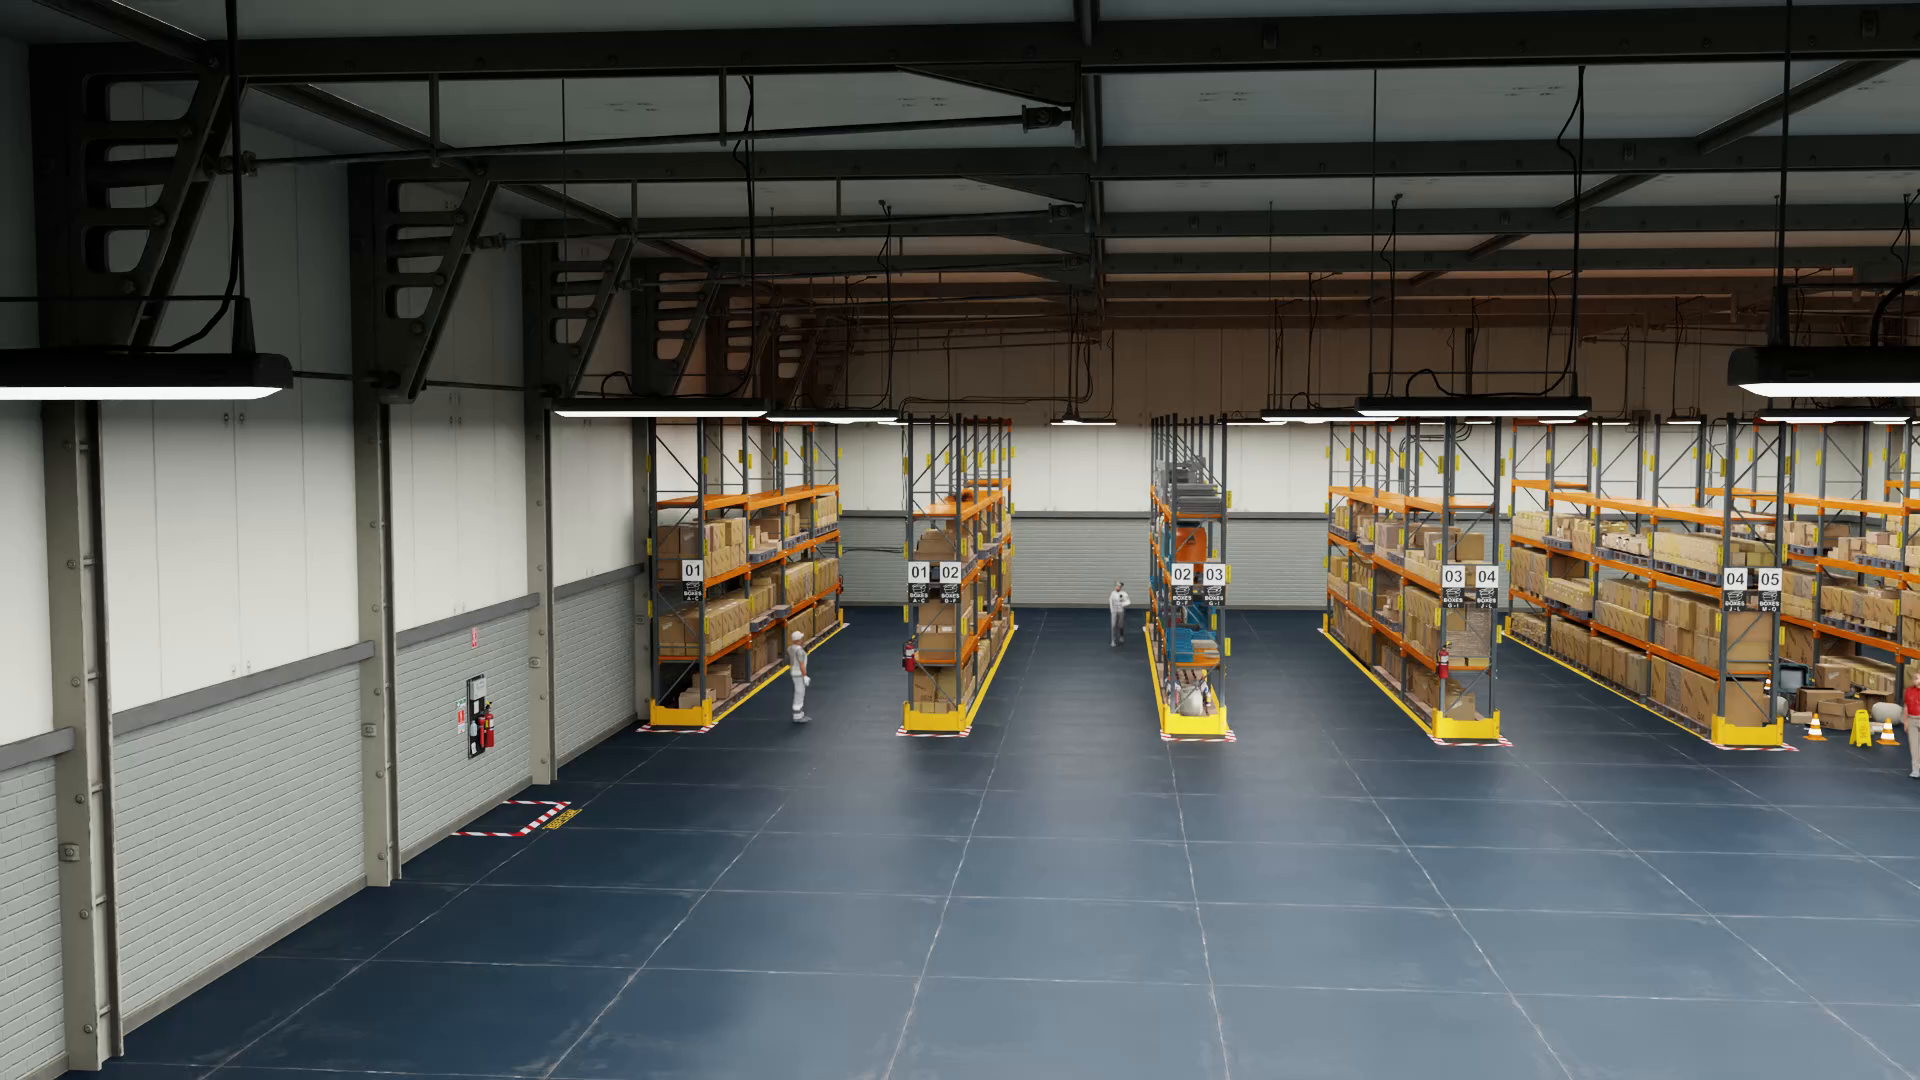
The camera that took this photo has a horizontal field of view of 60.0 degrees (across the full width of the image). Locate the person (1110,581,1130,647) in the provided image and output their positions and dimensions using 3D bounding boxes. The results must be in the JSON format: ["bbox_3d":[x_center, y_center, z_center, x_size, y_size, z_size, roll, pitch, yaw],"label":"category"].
[{"bbox_3d":[4.212,1.936,43.861,0.574,1.736,0.785,1,4,12],"label":"person"}]

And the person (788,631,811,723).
[{"bbox_3d":[-3.121,2.658,32.424,0.466,1.794,0.620,-1,4,-12],"label":"person"}]

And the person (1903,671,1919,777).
[{"bbox_3d":[15.743,3.028,27.230,0.448,1.744,0.635,-3,5,-40],"label":"person"}]
